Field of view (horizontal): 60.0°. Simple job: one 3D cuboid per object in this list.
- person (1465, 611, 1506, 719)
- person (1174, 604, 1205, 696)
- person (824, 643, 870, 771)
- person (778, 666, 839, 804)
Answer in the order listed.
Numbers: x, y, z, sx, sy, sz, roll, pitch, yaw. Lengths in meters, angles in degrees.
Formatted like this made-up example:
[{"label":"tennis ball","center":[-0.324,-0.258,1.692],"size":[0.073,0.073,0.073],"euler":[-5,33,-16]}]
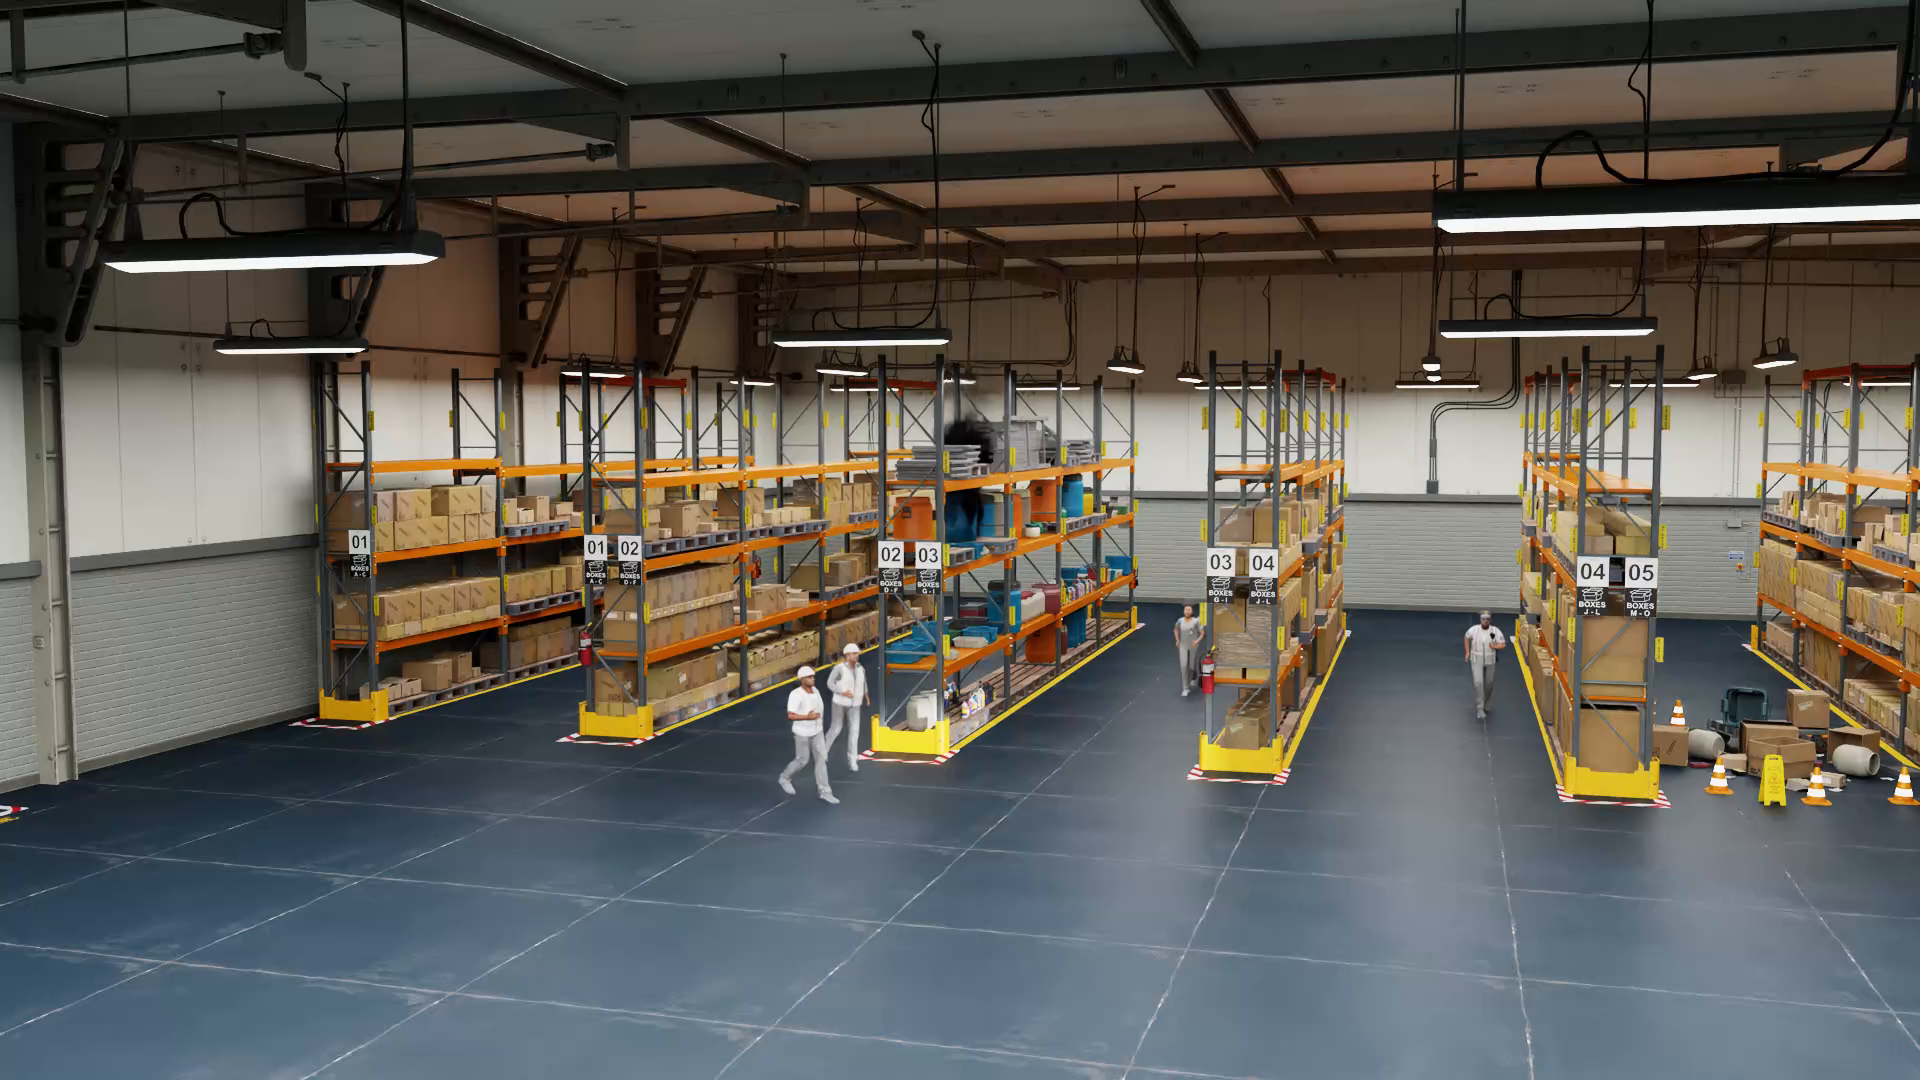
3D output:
[{"label":"person","center":[8.914,2.075,28.248],"size":[0.652,1.791,0.969],"euler":[1,4,14]},{"label":"person","center":[4.211,1.999,30.611],"size":[0.579,1.667,0.796],"euler":[1,4,16]},{"label":"person","center":[-1.618,2.339,24.096],"size":[0.713,1.689,0.741],"euler":[-2,5,-30]},{"label":"person","center":[-1.997,2.535,21.800],"size":[0.962,1.771,0.695],"euler":[3,5,38]}]
